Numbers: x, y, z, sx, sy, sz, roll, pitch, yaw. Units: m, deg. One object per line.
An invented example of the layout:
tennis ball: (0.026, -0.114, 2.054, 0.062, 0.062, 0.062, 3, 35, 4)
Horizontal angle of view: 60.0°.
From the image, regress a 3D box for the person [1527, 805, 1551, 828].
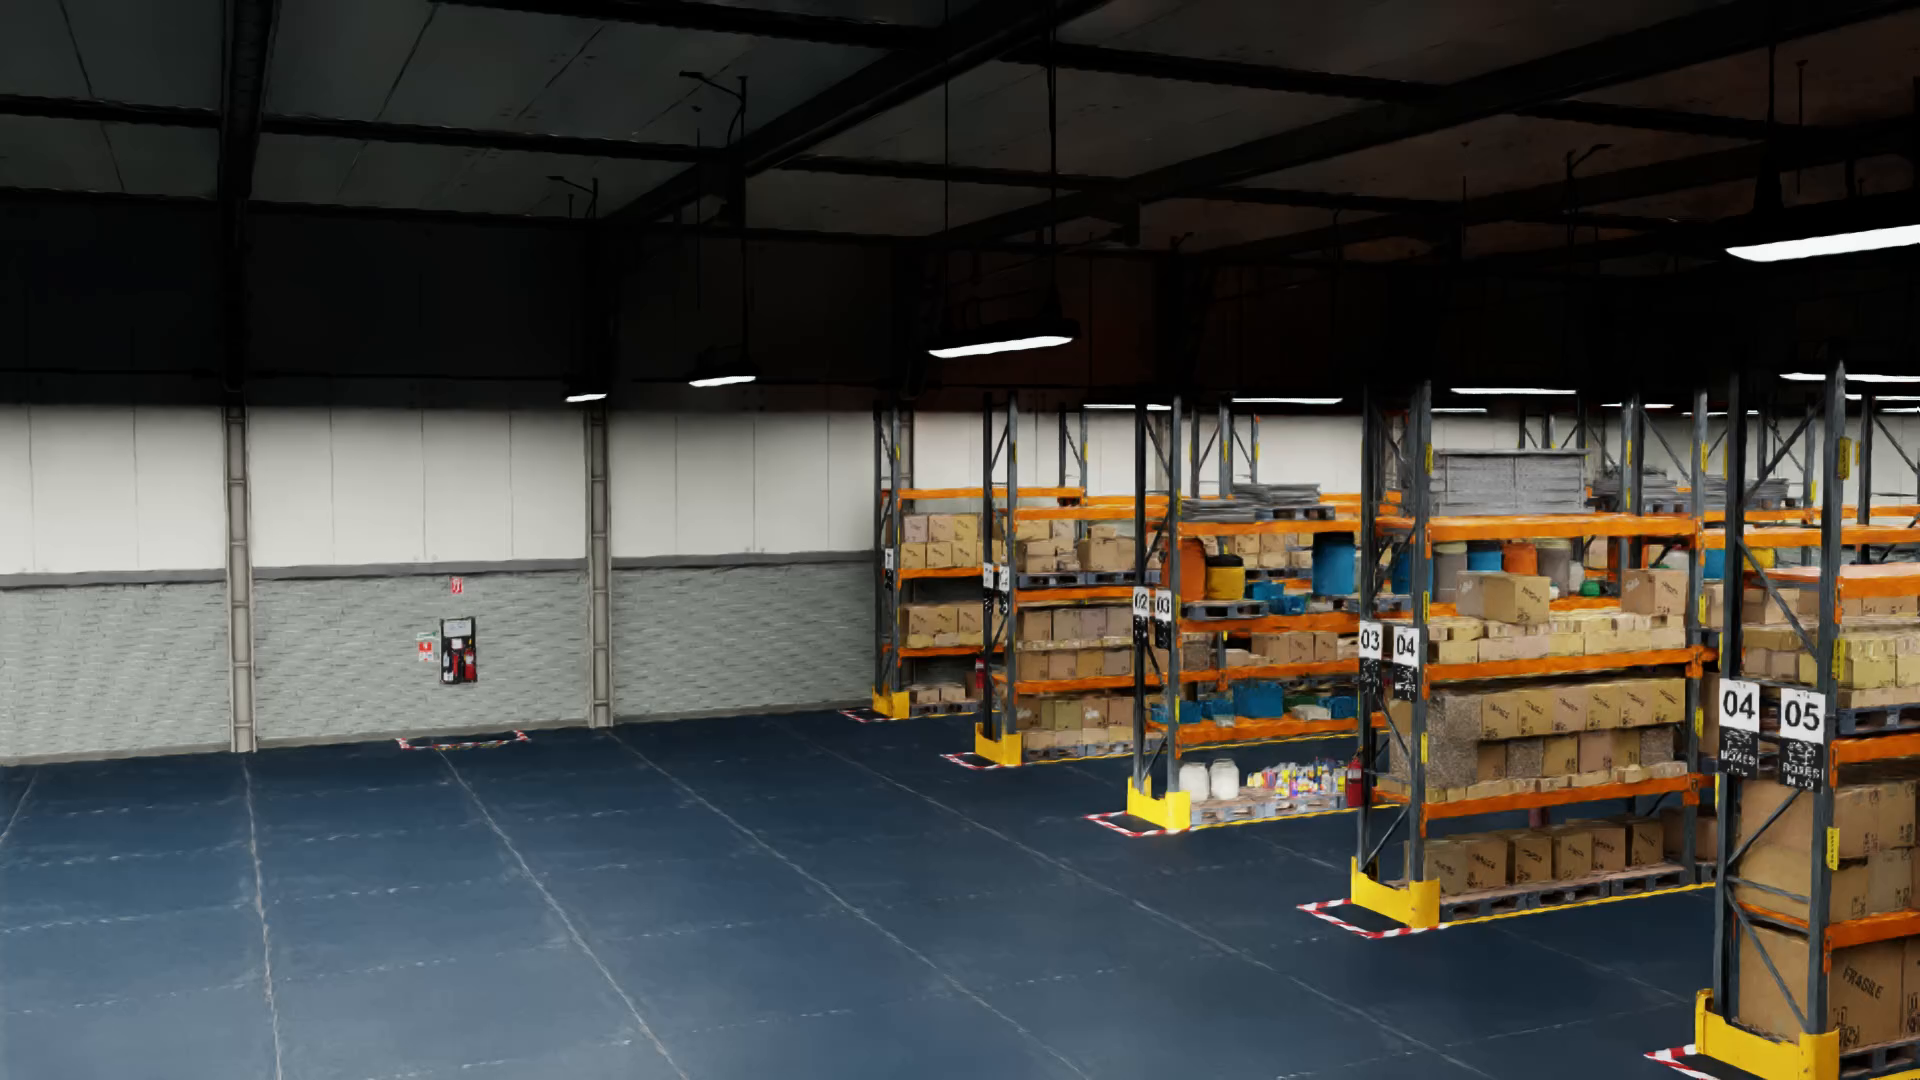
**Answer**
person: (7.306, 3.089, 21.004, 0.589, 1.665, 0.574, -1, 3, -12)
